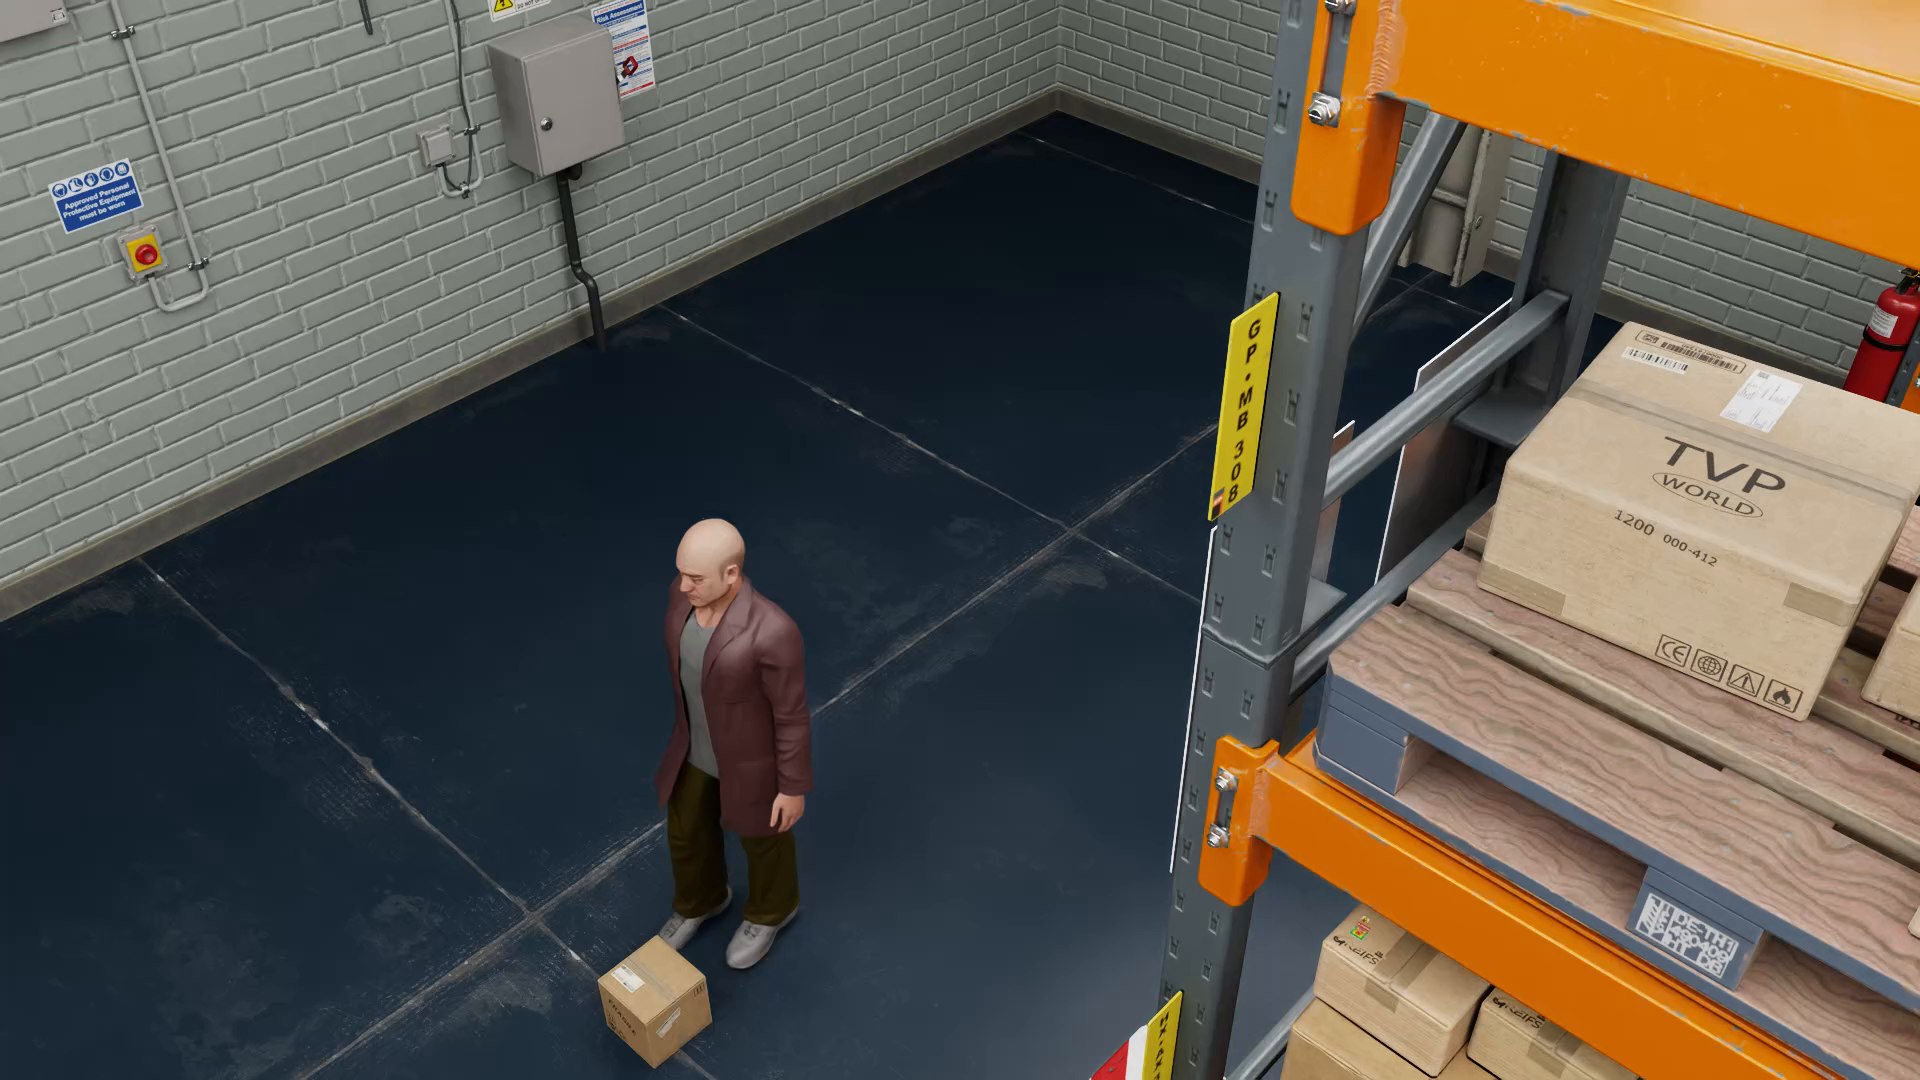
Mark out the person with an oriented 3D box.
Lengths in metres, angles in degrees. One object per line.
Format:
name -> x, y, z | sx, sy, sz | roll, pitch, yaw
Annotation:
person -> -0.746, 0.737, 5.277 | 0.625, 1.833, 0.495 | 25, 45, 28
